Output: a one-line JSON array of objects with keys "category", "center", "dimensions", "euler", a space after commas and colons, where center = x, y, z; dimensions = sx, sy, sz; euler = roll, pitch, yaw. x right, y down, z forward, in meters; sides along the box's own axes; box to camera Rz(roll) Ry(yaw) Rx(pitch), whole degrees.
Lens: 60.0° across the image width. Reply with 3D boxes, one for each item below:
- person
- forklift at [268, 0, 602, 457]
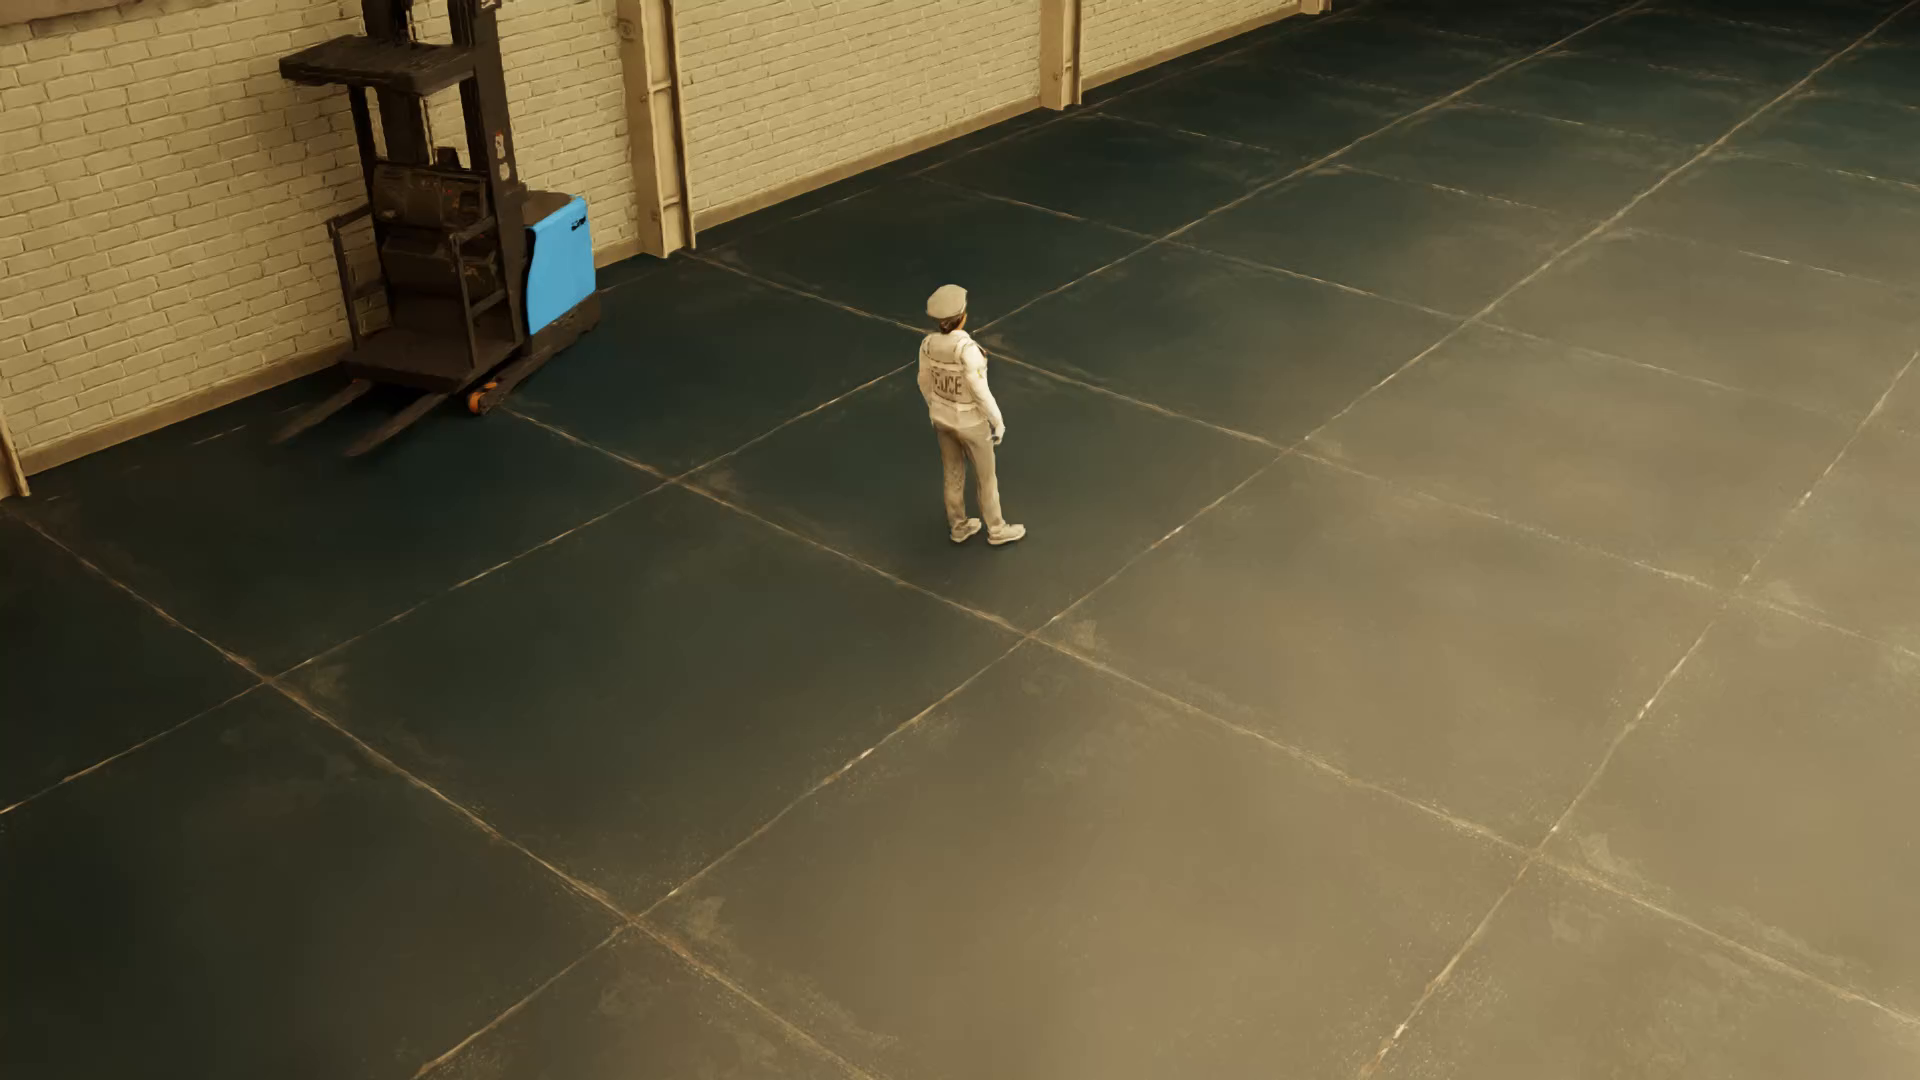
[{"category": "person", "center": [0.048, -0.762, 10.110], "dimensions": [0.586, 1.695, 0.532], "euler": [22, 37, 33]}, {"category": "forklift", "center": [-3.855, -2.402, 11.706], "dimensions": [1.130, 2.935, 3.031], "euler": [10, 32, 16]}]
